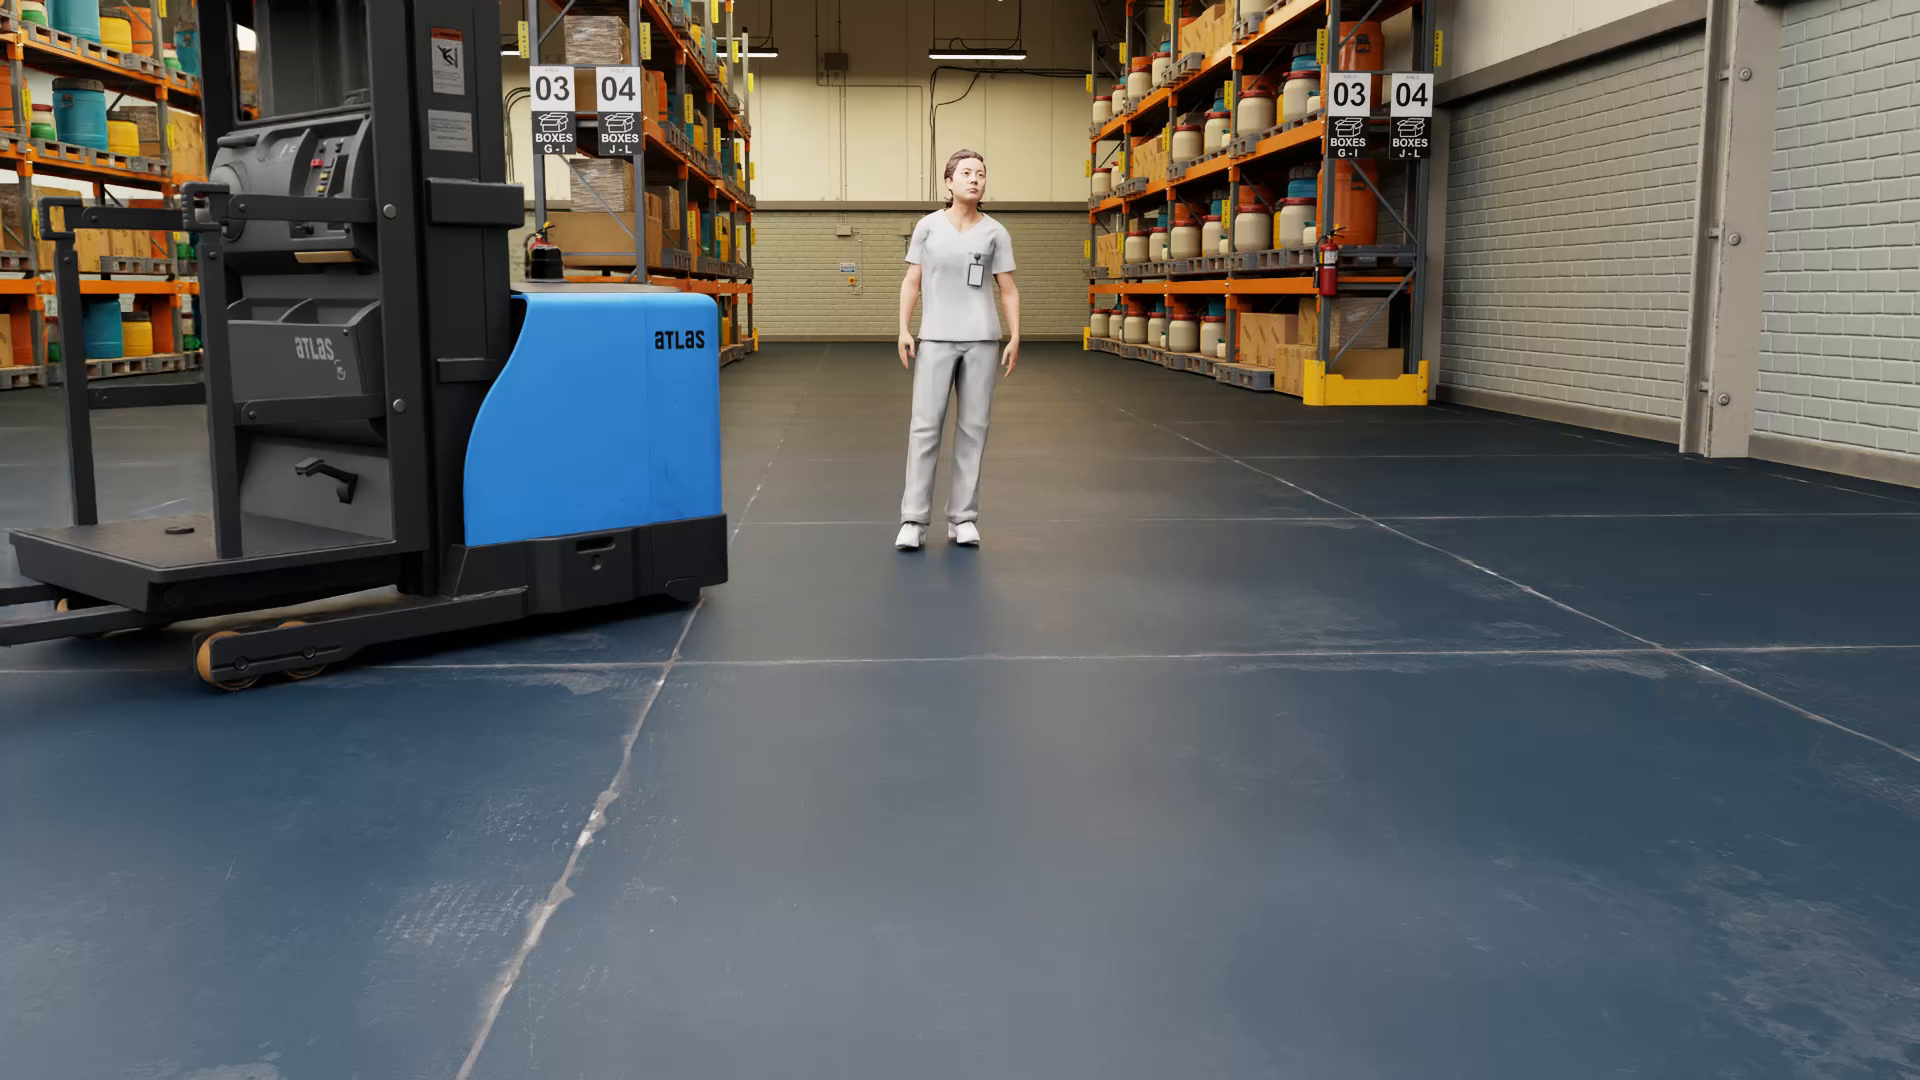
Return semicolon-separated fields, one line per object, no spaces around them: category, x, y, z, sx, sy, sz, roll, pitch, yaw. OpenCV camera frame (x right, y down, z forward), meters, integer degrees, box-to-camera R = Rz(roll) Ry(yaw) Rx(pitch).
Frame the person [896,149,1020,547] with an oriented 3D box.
person;-0.009;-0.817;7.113;0.550;1.657;0.548;-1;8;-4

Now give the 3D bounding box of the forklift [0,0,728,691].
forklift;-2.176;-1.121;4.880;1.130;2.935;3.031;8;11;41
